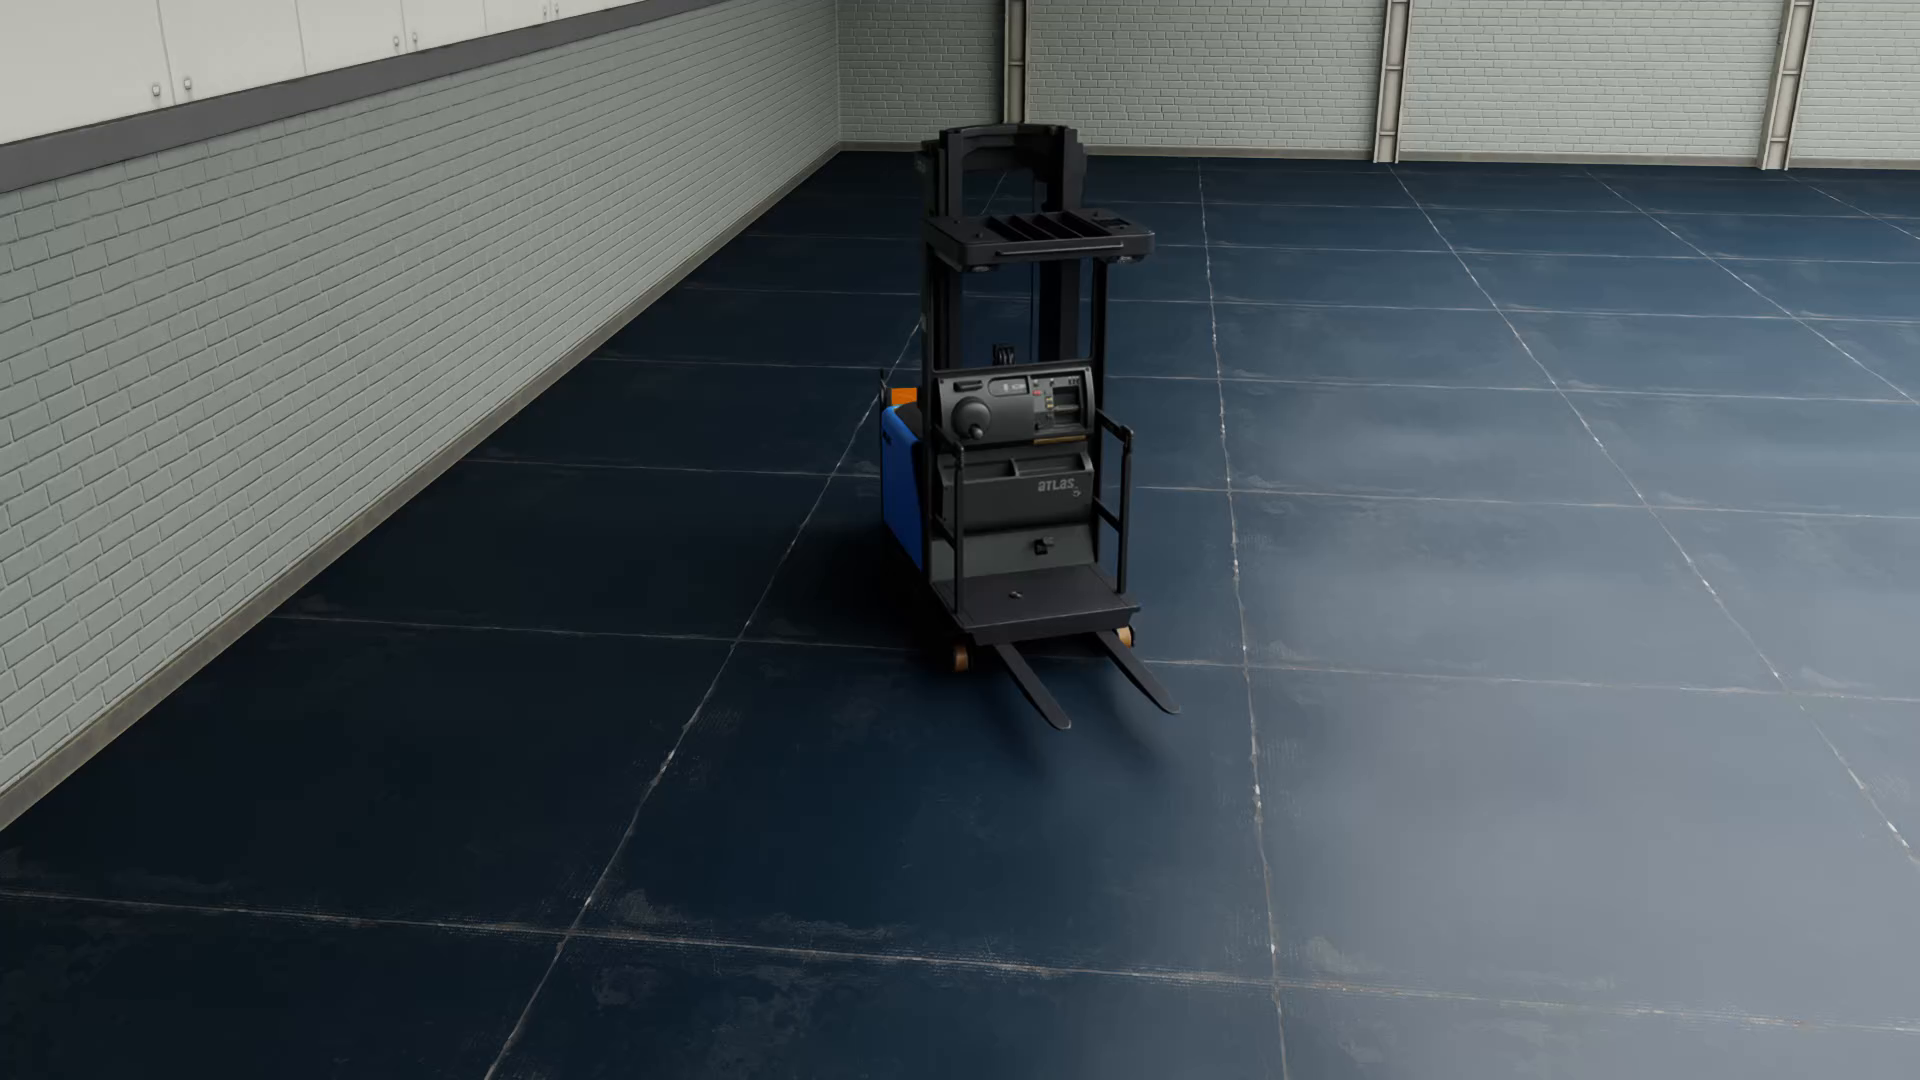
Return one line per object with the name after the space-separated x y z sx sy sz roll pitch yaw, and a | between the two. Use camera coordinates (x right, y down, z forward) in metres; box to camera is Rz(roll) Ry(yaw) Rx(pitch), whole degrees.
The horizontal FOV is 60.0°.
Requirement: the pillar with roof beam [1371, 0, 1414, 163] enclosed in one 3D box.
6.383 -8.758 21.354 0.400 9.000 9.100 2 22 6 | pillar with roof beam

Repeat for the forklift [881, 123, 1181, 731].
0.389 -0.765 9.388 1.130 2.935 3.031 -6 22 -15 | forklift

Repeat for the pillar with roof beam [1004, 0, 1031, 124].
0.425 -9.018 22.010 0.400 9.000 9.100 2 22 6 | pillar with roof beam

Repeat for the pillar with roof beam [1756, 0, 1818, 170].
12.341 -8.499 20.697 0.400 9.000 9.100 2 22 6 | pillar with roof beam

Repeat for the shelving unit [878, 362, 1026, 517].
-0.001 -0.590 11.396 1.048 1.125 0.538 -3 22 -8 | shelving unit

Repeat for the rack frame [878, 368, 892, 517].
-0.503 -0.561 11.323 0.032 1.125 0.500 -3 22 -8 | rack frame

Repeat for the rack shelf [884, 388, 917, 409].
-0.001 -0.862 11.290 1.000 0.278 0.538 -3 22 -8 | rack shelf
